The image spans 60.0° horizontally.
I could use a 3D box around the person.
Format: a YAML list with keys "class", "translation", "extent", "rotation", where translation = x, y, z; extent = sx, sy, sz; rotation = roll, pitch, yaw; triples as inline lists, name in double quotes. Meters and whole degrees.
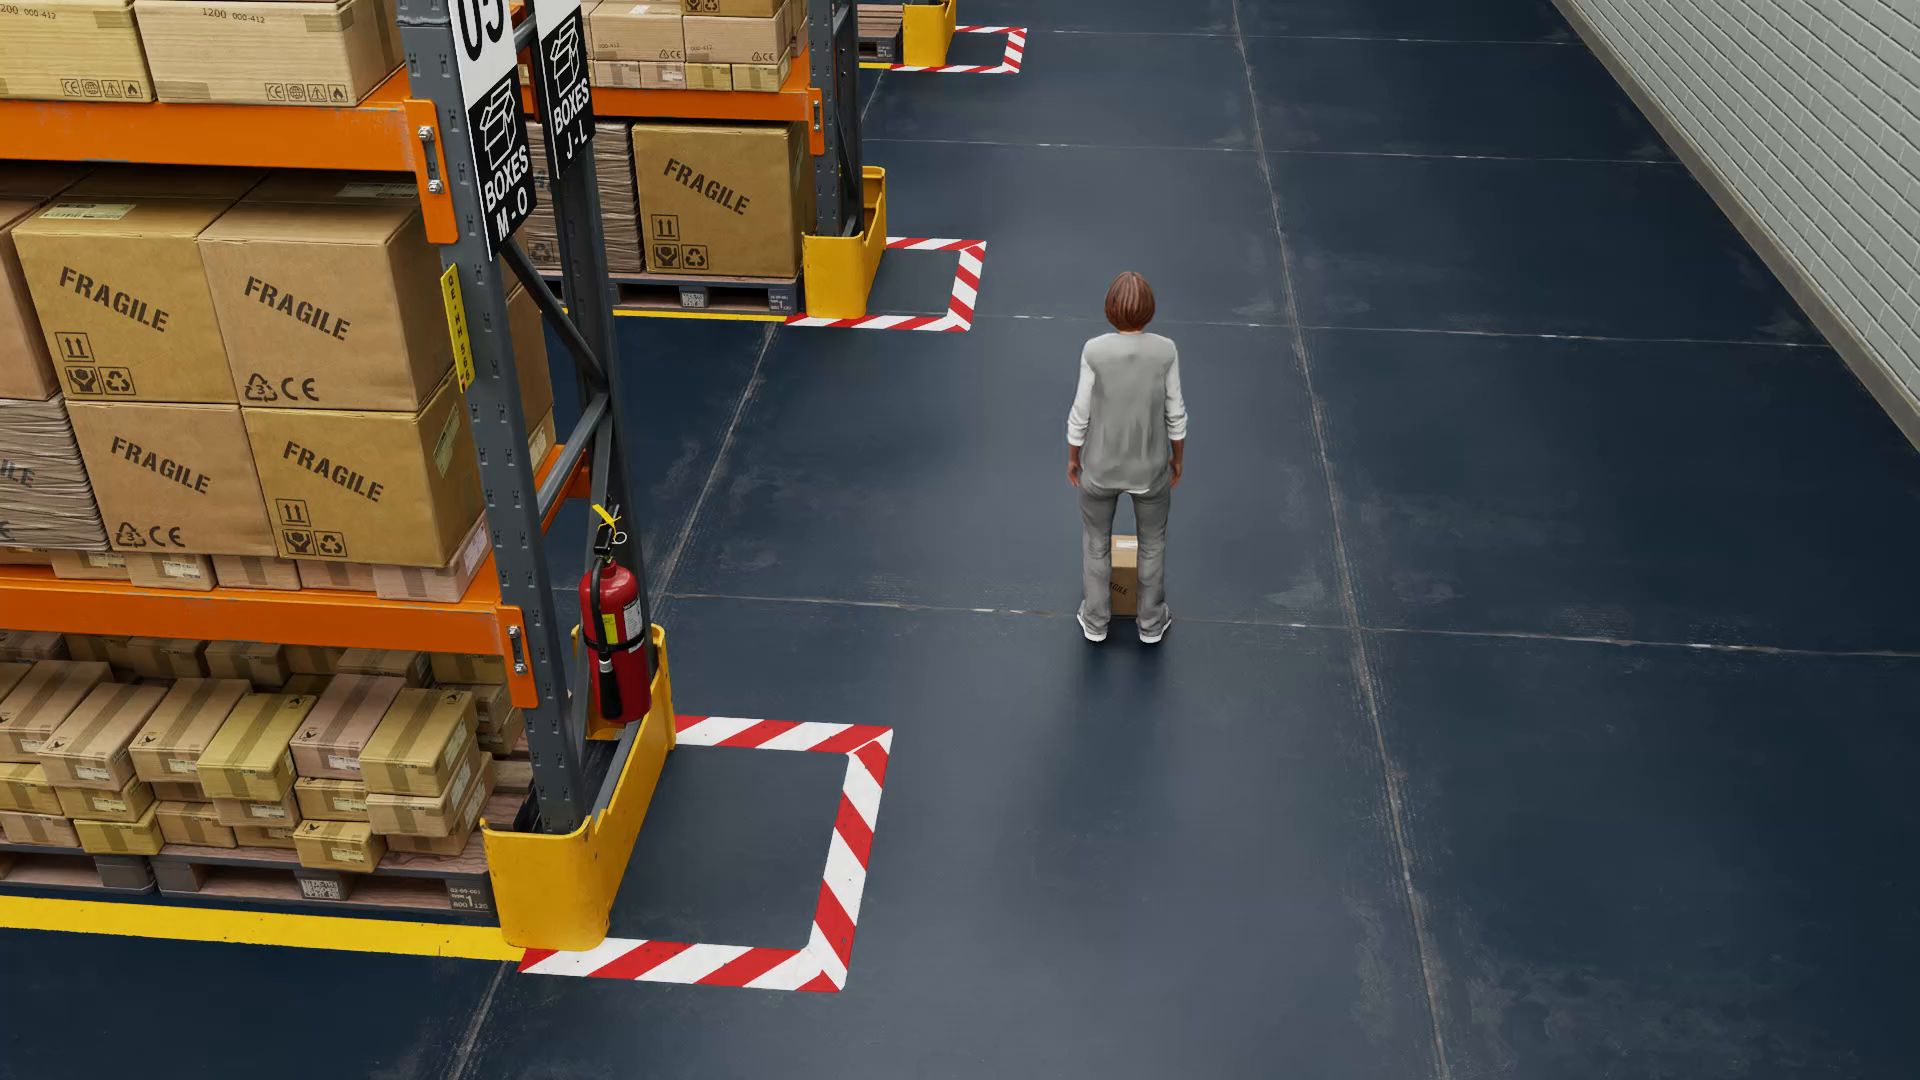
- class: "person"
  translation: [0.658, -0.289, 6.603]
  extent: [0.471, 1.591, 0.350]
  rotation: [2, 32, 3]
